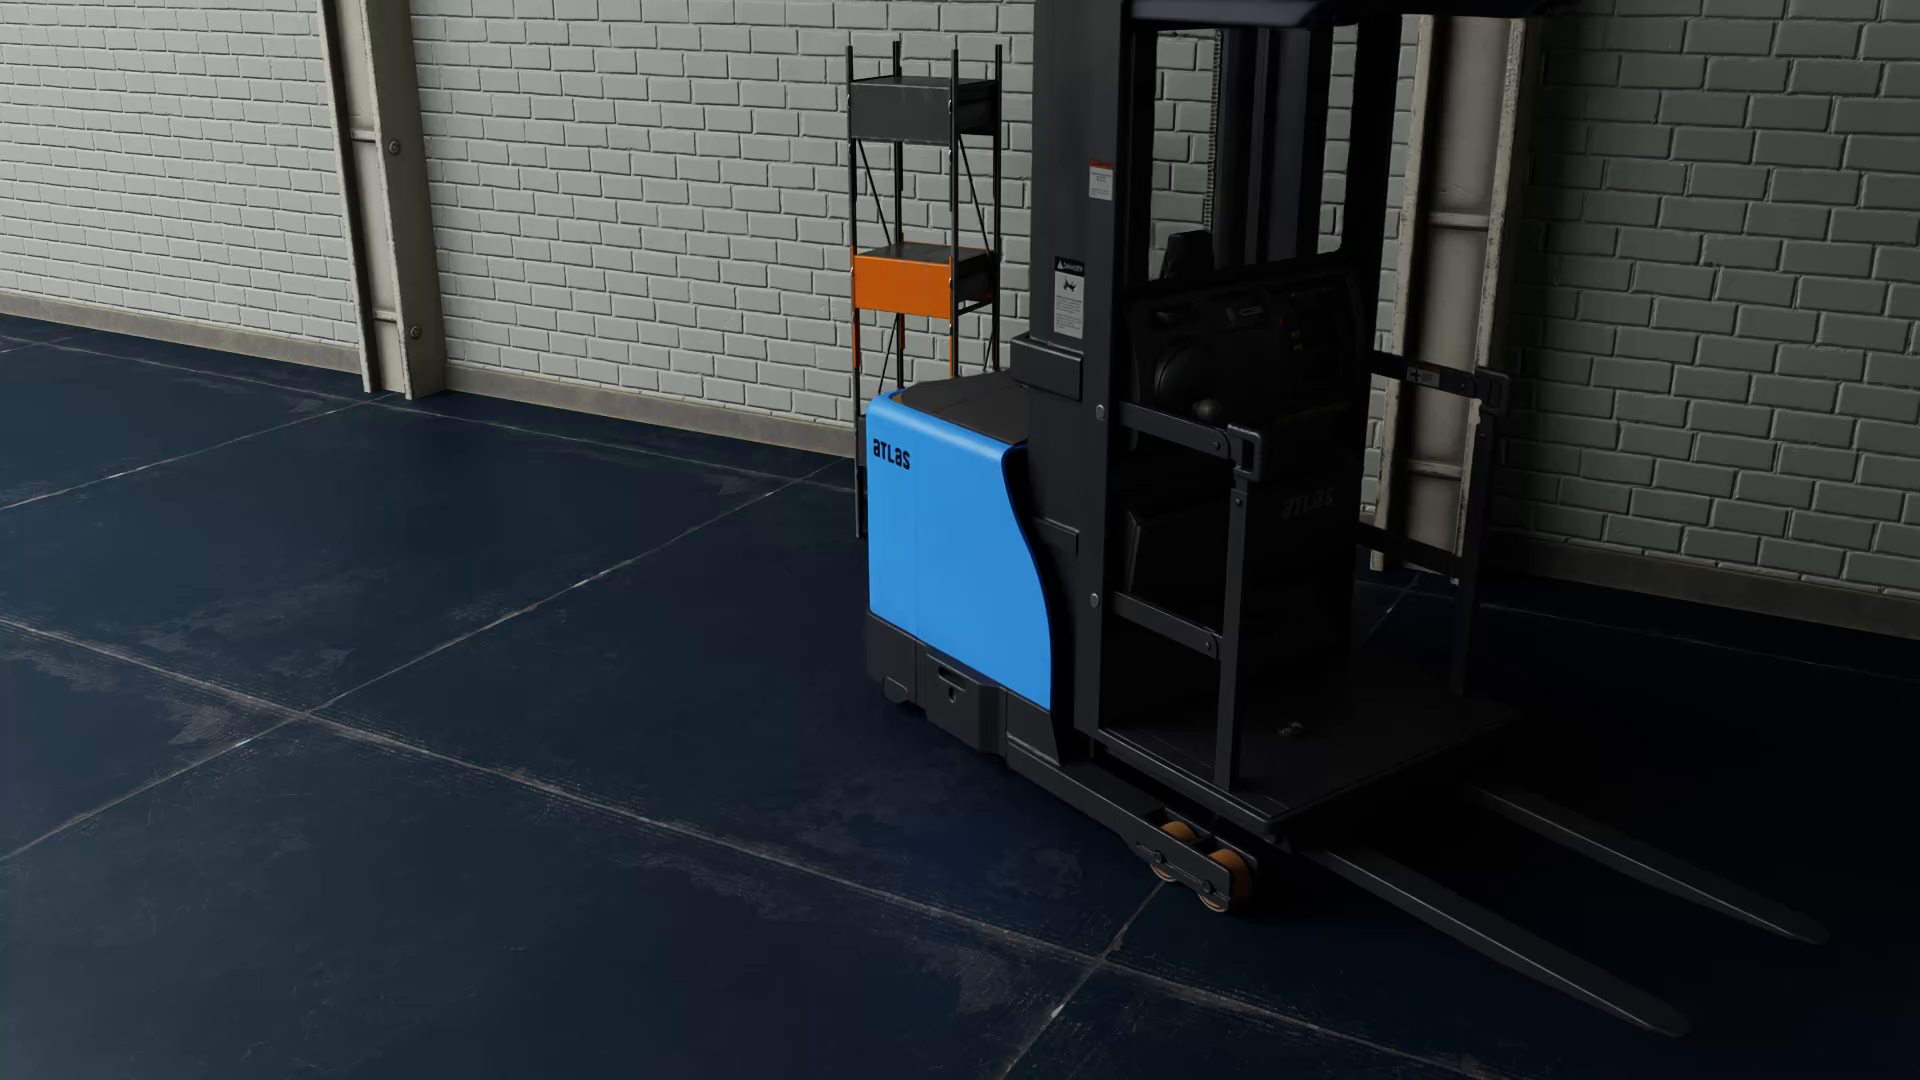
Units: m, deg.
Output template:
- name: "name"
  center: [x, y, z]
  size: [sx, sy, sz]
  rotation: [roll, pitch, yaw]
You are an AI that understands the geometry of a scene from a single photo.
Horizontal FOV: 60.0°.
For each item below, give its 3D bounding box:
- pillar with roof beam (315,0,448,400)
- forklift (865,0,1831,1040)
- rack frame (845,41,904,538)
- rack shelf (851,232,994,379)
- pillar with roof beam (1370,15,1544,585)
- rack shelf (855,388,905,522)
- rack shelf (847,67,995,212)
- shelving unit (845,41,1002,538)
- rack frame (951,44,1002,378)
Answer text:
- name: "pillar with roof beam"
  center: [-5.359, -3.836, 4.745]
  size: [0.400, 9.000, 9.100]
  rotation: [11, 23, 27]
- name: "forklift"
  center: [0.953, -0.549, 4.579]
  size: [1.130, 2.935, 3.031]
  rotation: [-14, 24, -34]
- name: "rack frame"
  center: [-0.358, -1.055, 7.195]
  size: [0.015, 2.100, 0.400]
  rotation: [11, 23, 27]
- name: "rack shelf"
  center: [-0.145, -1.002, 7.088]
  size: [0.480, 0.518, 0.431]
  rotation: [11, 23, 27]
- name: "pillar with roof beam"
  center: [-0.121, -2.839, 1.994]
  size: [0.400, 9.000, 9.100]
  rotation: [11, 23, 27]
- name: "rack shelf"
  center: [-0.144, -0.344, 7.326]
  size: [0.480, 0.518, 0.431]
  rotation: [11, 23, 27]
- name: "rack shelf"
  center: [-0.145, -1.660, 6.849]
  size: [0.480, 0.518, 0.431]
  rotation: [11, 23, 27]
- name: "shelving unit"
  center: [-0.145, -1.015, 7.083]
  size: [0.503, 2.100, 0.431]
  rotation: [11, 23, 27]
- name: "rack frame"
  center: [0.069, -0.974, 6.971]
  size: [0.015, 2.100, 0.400]
  rotation: [11, 23, 27]
